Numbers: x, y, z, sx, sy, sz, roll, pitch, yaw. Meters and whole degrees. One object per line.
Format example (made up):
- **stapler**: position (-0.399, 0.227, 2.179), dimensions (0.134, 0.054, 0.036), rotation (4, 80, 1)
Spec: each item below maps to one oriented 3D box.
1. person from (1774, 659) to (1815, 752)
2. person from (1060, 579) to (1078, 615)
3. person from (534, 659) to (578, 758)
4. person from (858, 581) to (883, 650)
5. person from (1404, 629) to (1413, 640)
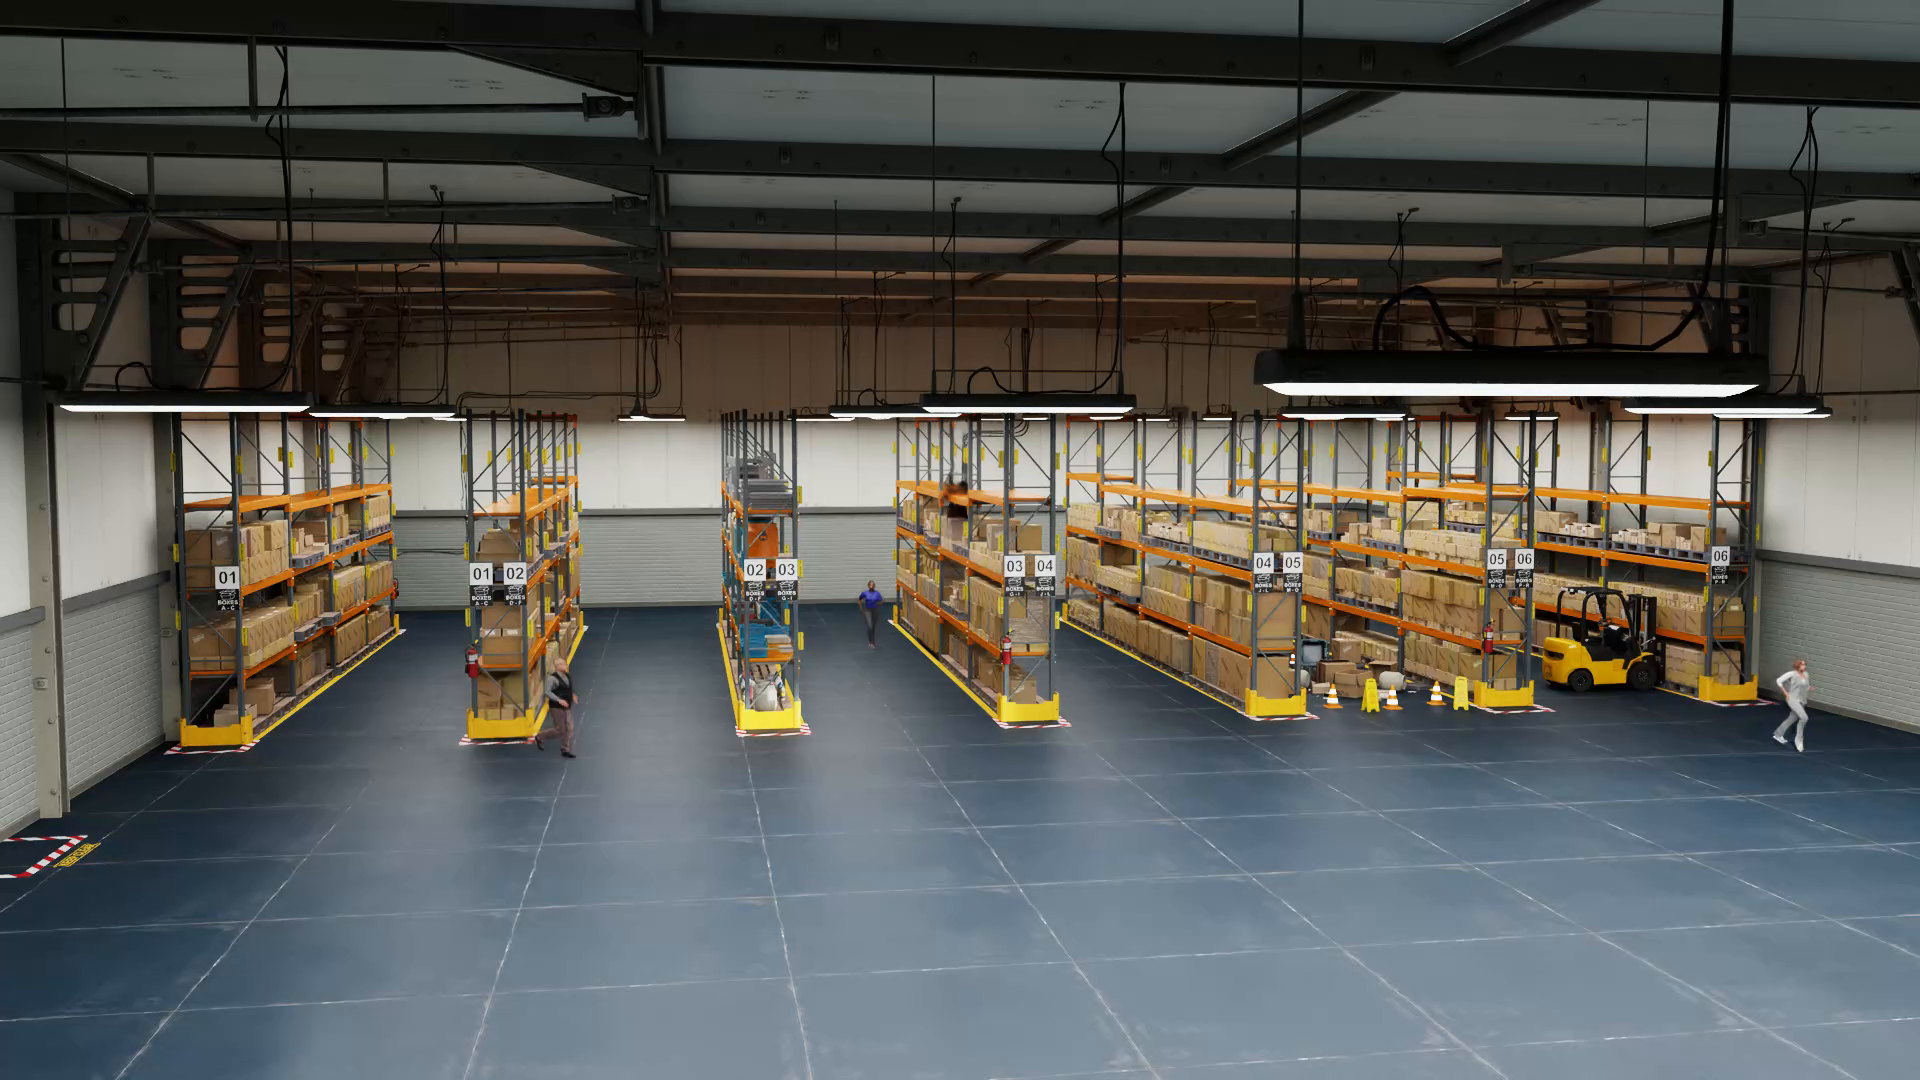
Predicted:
- **person**: position (14.726, 2.888, 29.349), dimensions (0.516, 1.624, 0.754), rotation (-2, 4, -26)
- **person**: position (3.351, 1.392, 49.740), dimensions (0.805, 1.725, 0.698), rotation (-2, 4, -26)
- **person**: position (-6.917, 2.890, 28.641), dimensions (0.747, 1.713, 0.668), rotation (2, 4, 23)
- **person**: position (-2.162, 1.837, 40.647), dimensions (0.569, 1.665, 0.882), rotation (-1, 4, -20)
- **person**: position (11.844, 1.812, 44.161), dimensions (0.596, 1.690, 0.644), rotation (-1, 4, -16)
